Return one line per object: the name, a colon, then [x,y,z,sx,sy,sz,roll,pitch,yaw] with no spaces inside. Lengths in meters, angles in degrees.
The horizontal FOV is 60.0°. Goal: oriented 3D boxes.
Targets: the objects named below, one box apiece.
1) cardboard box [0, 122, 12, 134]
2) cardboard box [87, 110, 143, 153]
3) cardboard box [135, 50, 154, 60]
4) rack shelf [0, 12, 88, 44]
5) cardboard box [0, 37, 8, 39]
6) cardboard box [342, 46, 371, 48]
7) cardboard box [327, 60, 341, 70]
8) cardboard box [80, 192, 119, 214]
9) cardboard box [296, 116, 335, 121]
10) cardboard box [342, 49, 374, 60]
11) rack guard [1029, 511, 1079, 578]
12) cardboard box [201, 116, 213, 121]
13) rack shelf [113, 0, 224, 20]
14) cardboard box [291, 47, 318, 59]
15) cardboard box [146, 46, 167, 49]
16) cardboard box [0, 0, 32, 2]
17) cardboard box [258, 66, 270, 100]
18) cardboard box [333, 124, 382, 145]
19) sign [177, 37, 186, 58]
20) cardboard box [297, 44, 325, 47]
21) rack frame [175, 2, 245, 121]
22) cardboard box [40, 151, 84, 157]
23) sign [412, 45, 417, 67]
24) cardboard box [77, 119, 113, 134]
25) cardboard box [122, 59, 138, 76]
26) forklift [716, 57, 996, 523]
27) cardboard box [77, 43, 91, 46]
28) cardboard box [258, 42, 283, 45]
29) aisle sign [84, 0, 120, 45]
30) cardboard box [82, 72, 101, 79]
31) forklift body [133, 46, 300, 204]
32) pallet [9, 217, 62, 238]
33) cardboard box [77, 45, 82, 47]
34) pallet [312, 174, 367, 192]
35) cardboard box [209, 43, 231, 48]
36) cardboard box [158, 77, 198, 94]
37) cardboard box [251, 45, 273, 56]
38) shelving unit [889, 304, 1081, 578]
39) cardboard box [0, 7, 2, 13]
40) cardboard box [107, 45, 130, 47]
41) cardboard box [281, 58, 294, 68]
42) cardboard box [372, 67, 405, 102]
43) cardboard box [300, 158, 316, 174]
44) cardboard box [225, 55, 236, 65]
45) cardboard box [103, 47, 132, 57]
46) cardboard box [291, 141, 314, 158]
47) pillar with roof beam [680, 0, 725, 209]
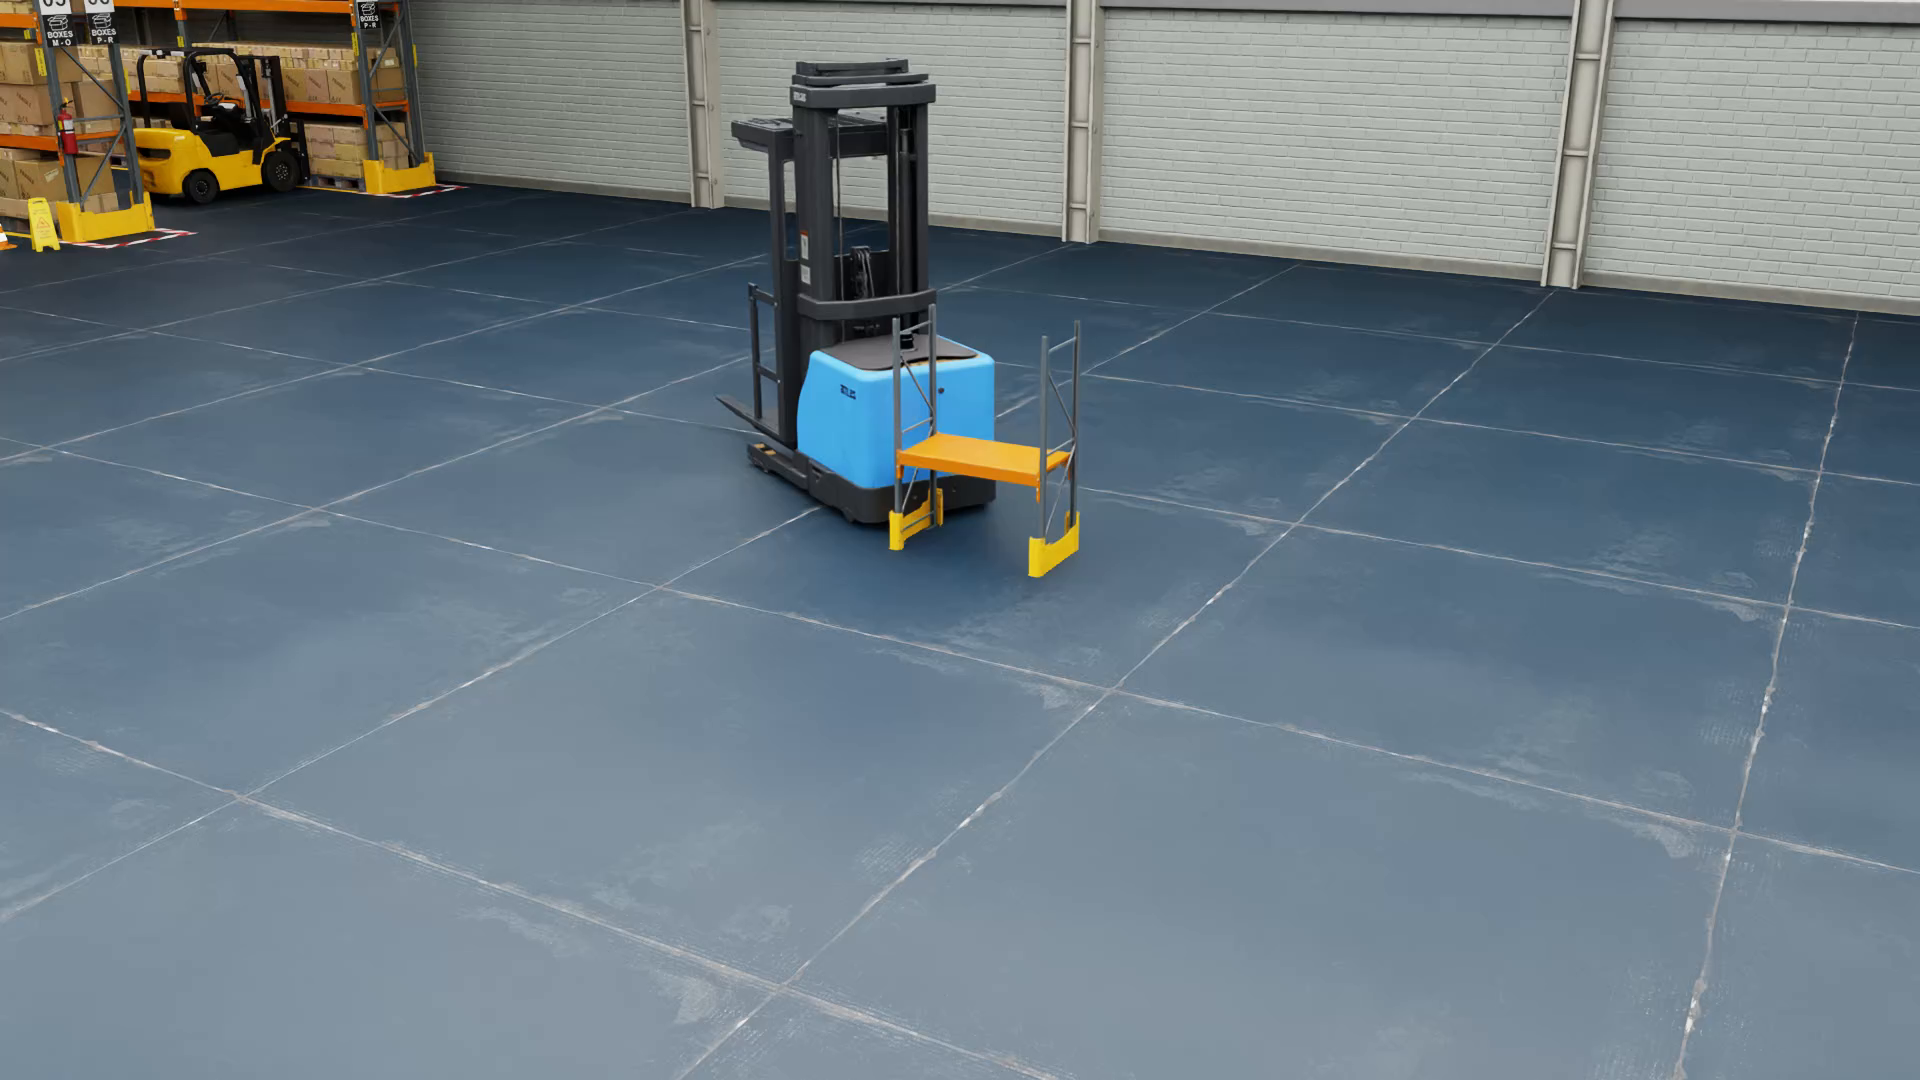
cardboard box: [-12.322,-5.396,21.709,0.250,0.149,0.380,11,23,28]
cardboard box: [-14.618,-7.099,28.903,0.625,0.625,0.875,12,23,29]
cardboard box: [-13.361,-8.008,27.443,0.250,0.149,0.380,10,22,26]
rack shelf: [-12.909,-6.828,21.945,4.000,0.370,1.077,11,23,27]
cardboard box: [-13.017,-6.365,21.964,0.500,0.500,0.700,11,22,27]
cardboard box: [-9.384,-7.606,25.900,0.250,0.149,0.380,11,23,28]
cardboard box: [-9.423,-7.261,25.386,0.250,0.149,0.380,11,23,28]
cardboard box: [-11.733,-4.544,22.411,0.500,0.250,0.500,11,22,27]
cardboard box: [-10.387,-6.668,26.799,0.500,0.250,0.500,10,22,26]
cardboard box: [-9.161,-7.390,25.305,0.250,0.149,0.380,11,23,27]
rack guard: [0.593,0.024,10.433,0.087,0.250,0.587,10,22,27]
cardboard box: [-11.969,-6.768,27.074,0.500,0.250,0.500,10,22,26]
rack shelf: [-13.984,-8.971,27.854,4.000,0.370,1.077,11,23,27]
cardboard box: [-10.096,-7.531,25.694,0.250,0.149,0.380,11,23,29]
cardboard box: [-13.527,-8.269,28.163,0.250,0.149,0.380,11,22,27]
cardboard box: [-11.742,-6.907,20.894,0.500,0.250,0.500,10,22,27]
cardboard box: [-10.644,-7.207,26.187,0.500,0.500,0.500,11,23,28]
cardboard box: [-9.300,-6.260,25.674,0.500,0.250,0.500,12,23,29]
sign: [-12.494,-7.911,26.692,0.005,0.325,0.100,11,23,27]
cardboard box: [-10.271,-7.778,26.376,0.250,0.149,0.380,11,23,28]
rack frame: [-12.238,-7.567,27.326,0.127,3.000,1.000,11,23,27]
cardboard box: [-12.212,-4.986,22.530,0.500,0.500,0.500,10,22,25]
sign: [-8.470,-7.510,25.784,0.005,0.325,0.100,11,23,27]
cardboard box: [-11.359,-5.423,21.785,0.250,0.149,0.380,11,23,28]
cardboard box: [-13.687,-7.907,27.751,0.500,0.250,0.500,11,23,28]
forklift: [-0.926,-1.942,11.922,1.130,2.935,3.031,-11,23,-28]
cardboard box: [-15.347,-8.590,29.049,0.250,0.149,0.380,12,23,29]
cardboard box: [-11.127,-7.978,26.926,0.250,0.149,0.380,10,22,26]
aisle sign: [-10.958,-6.727,21.200,0.004,0.787,0.394,11,23,27]
cardboard box: [-14.572,-7.846,28.316,0.500,0.250,0.500,10,22,26]
forklift body: [-11.291,-6.275,25.009,1.214,2.155,2.313,11,23,27]
pallet: [-11.922,-4.271,22.329,1.213,0.211,1.003,11,23,27]
cardboard box: [-15.125,-8.364,28.426,0.250,0.149,0.380,11,23,29]
pallet: [-9.434,-5.705,26.284,1.213,0.211,1.003,11,23,27]
cardboard box: [-11.823,-7.906,26.727,0.250,0.149,0.380,11,23,28]
cardboard box: [-12.806,-7.502,27.368,0.500,0.250,0.500,11,23,29]
cardboard box: [-10.941,-7.727,26.232,0.250,0.149,0.380,11,23,27]
shelving unit: [0.155,-0.645,10.443,1.083,1.500,0.587,10,22,27]
cardboard box: [-12.060,-6.777,21.119,0.250,0.149,0.380,12,23,29]
cardboard box: [-14.430,-8.432,28.613,0.250,0.149,0.380,11,22,27]
cardboard box: [-10.317,-7.434,25.862,0.250,0.149,0.380,11,23,28]
cardboard box: [-9.043,-7.114,25.930,0.500,0.500,0.500,12,23,29]
cardboard box: [-10.172,-5.962,26.318,0.500,0.250,0.500,11,23,28]
cardboard box: [-11.441,-7.647,26.448,0.250,0.149,0.380,11,23,28]
cardboard box: [-14.189,-8.217,28.021,0.250,0.149,0.380,11,23,27]
cardboard box: [-10.217,-6.195,26.229,0.500,0.250,0.500,10,22,26]
pillar with roof beam: [-5.776,-7.826,19.244,0.400,9.000,9.100,11,23,27]
